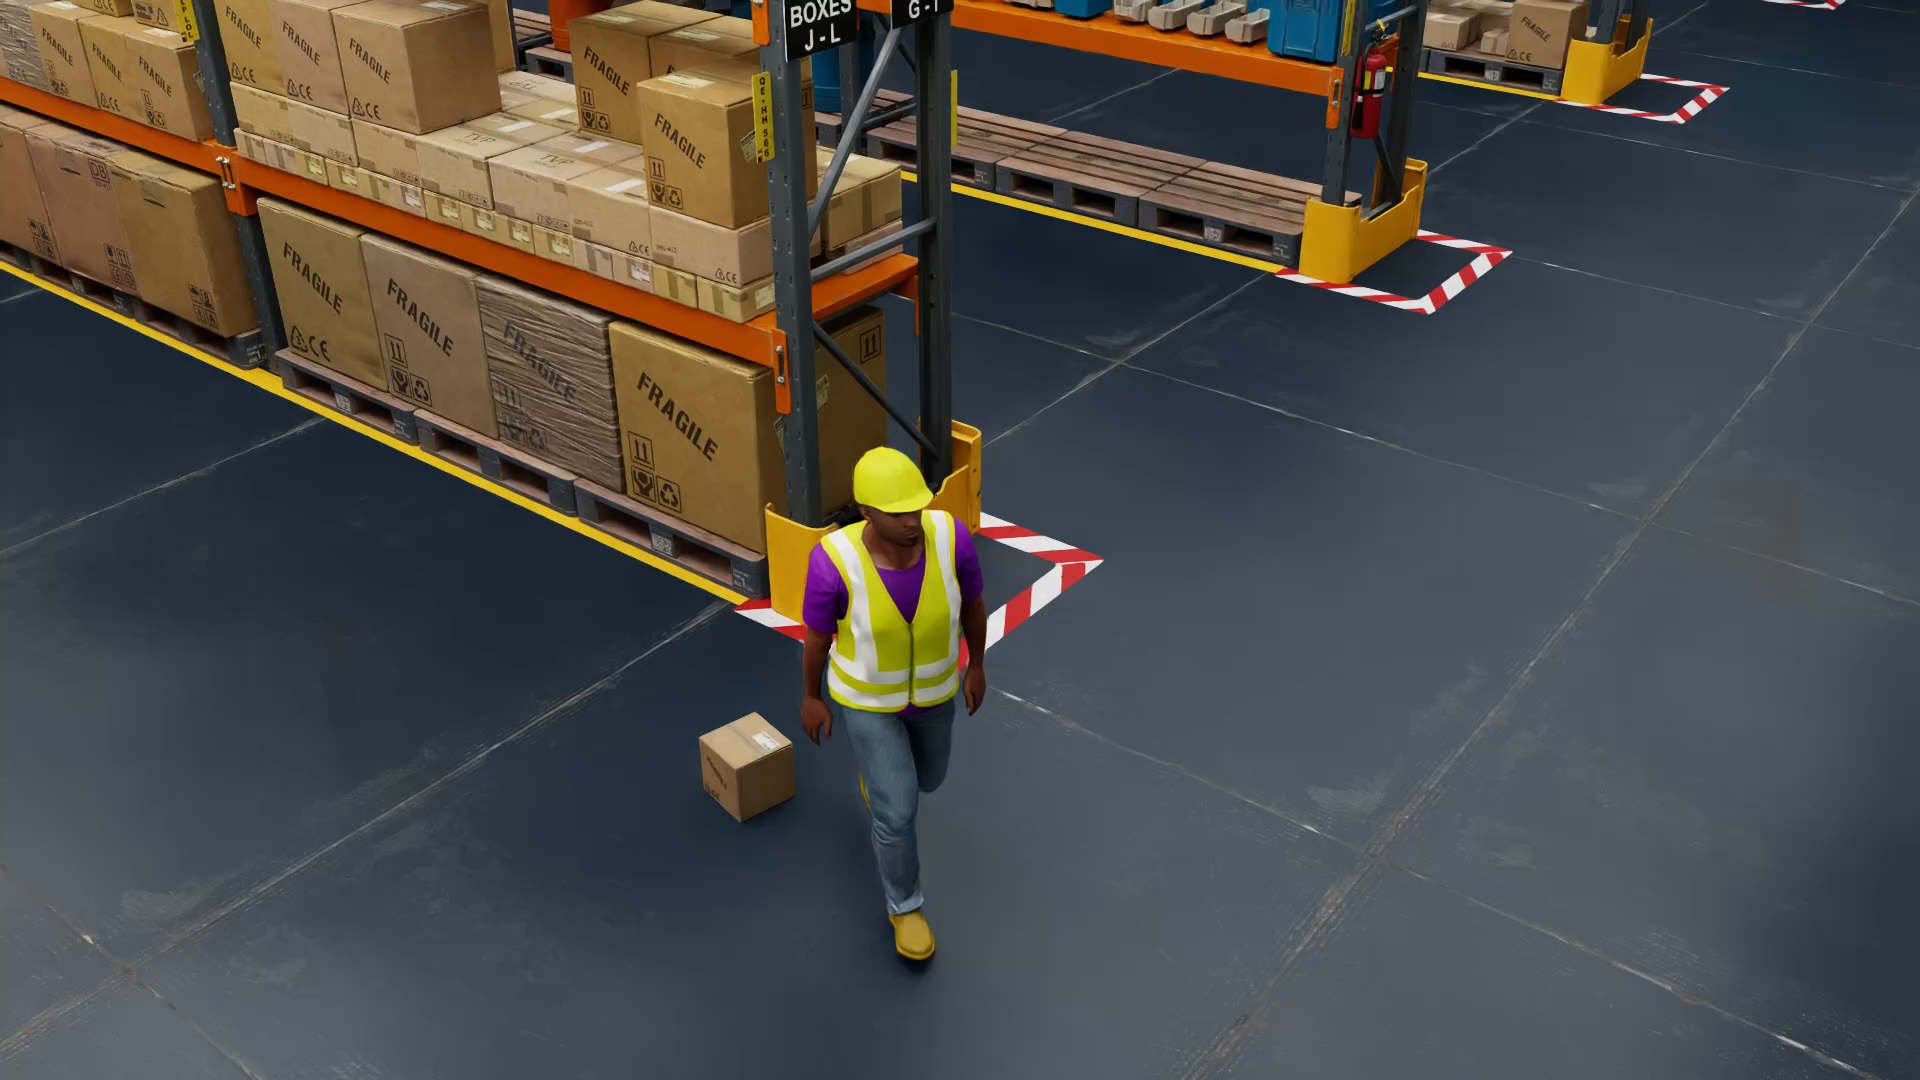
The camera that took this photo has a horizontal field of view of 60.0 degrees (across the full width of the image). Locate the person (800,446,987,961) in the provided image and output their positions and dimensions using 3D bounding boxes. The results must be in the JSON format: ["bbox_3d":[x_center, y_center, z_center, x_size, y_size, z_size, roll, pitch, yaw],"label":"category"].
[{"bbox_3d":[-0.220,0.434,5.384,0.610,1.735,0.921,-13,33,-20],"label":"person"}]
